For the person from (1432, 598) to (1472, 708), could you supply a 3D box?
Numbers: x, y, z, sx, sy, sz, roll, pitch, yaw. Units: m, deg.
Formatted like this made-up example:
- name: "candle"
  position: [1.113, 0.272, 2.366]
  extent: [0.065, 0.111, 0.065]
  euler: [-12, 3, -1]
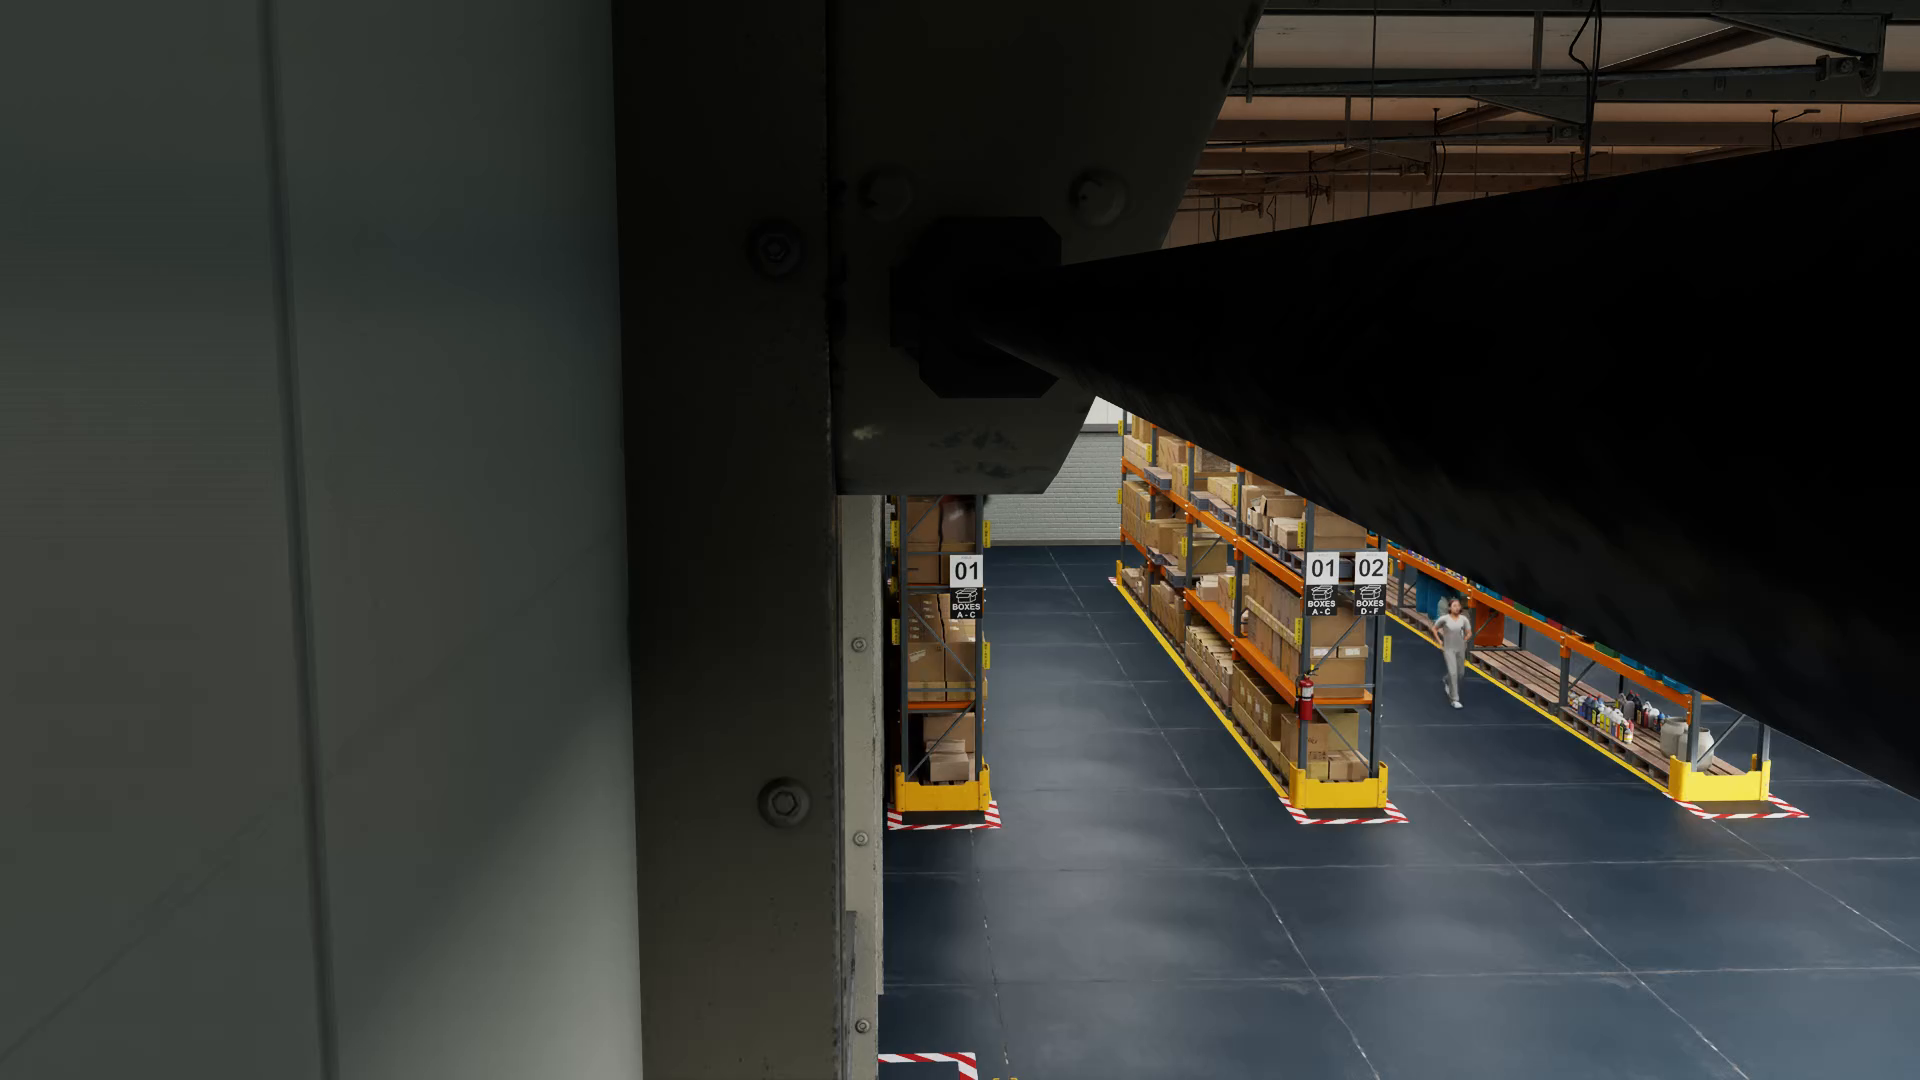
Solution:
- name: "person"
  position: [7.635, 1.716, 25.774]
  extent: [0.575, 1.645, 0.914]
  euler: [-1, 8, -4]
